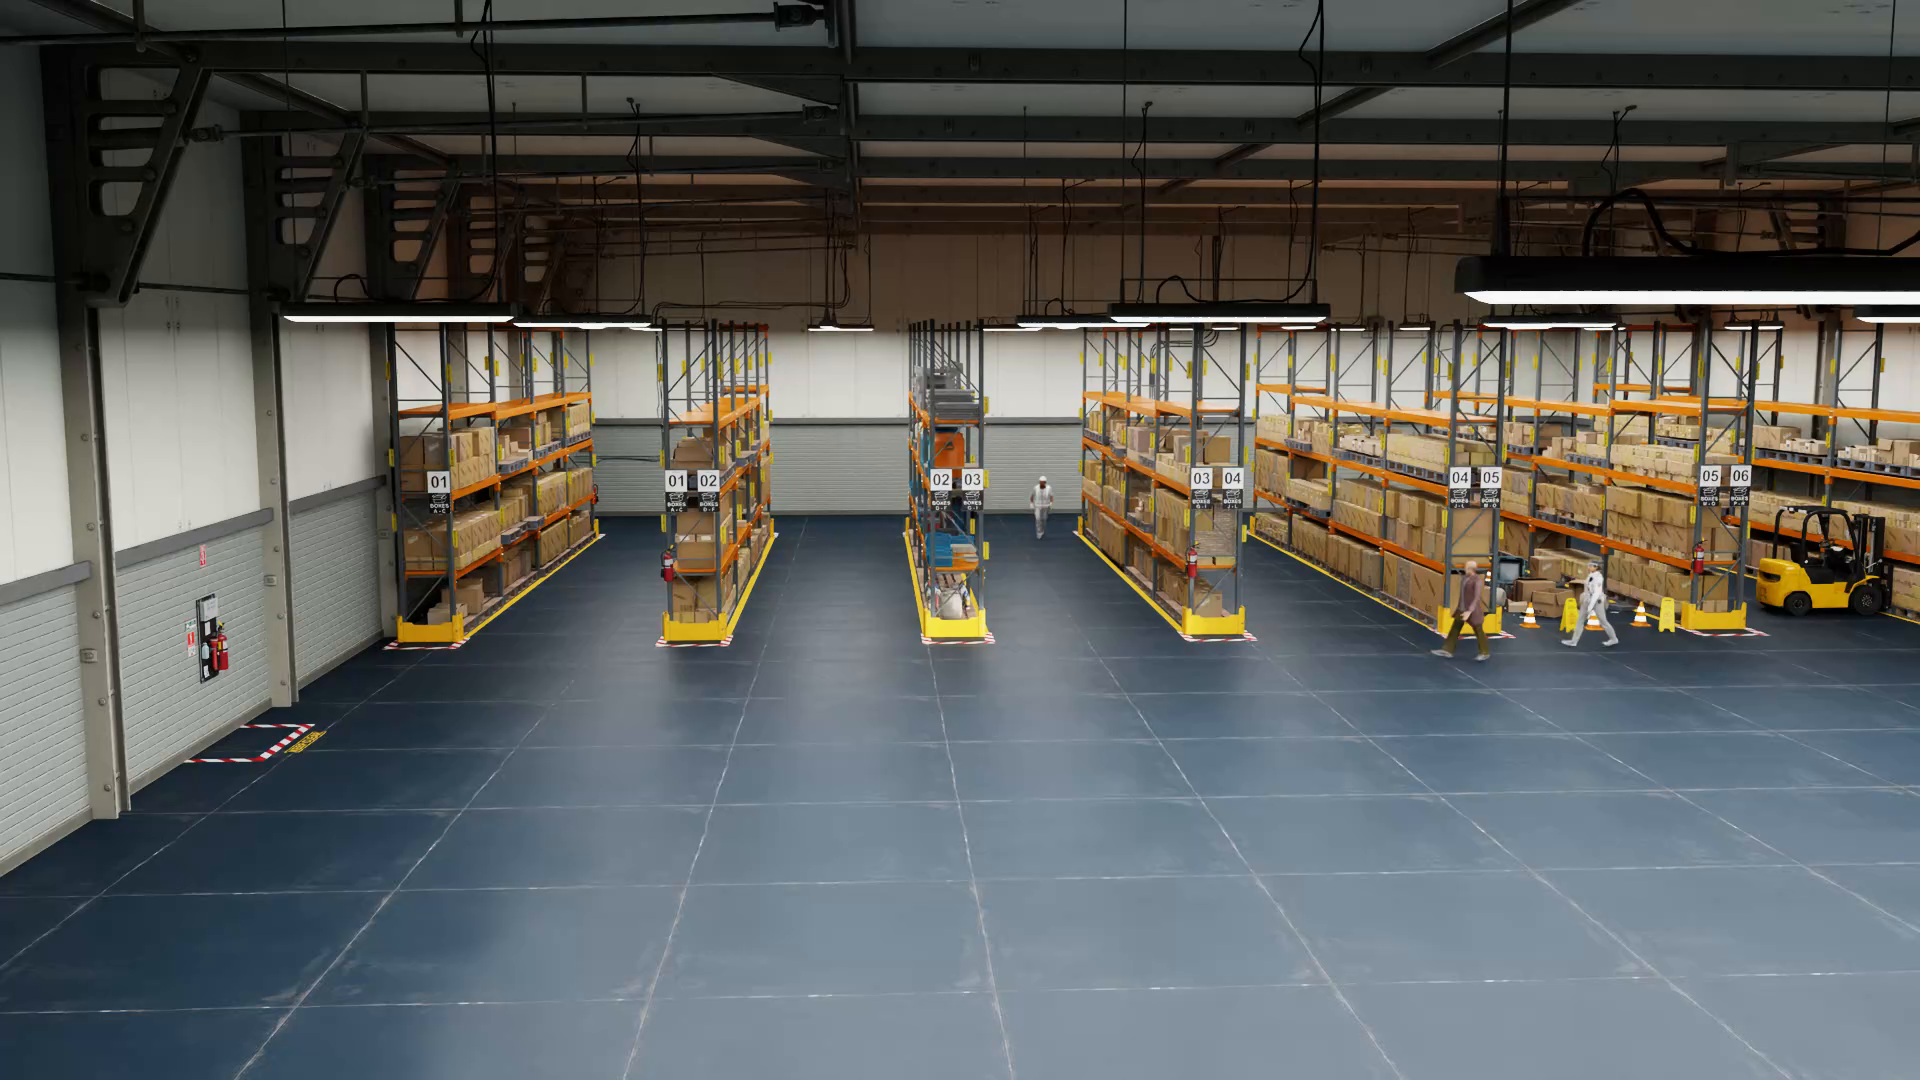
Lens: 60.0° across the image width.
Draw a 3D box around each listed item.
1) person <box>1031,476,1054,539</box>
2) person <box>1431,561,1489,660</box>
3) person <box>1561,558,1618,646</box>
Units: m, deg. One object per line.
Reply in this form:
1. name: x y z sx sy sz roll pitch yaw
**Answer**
1. person: 2.329 -0.916 47.068 0.630 1.803 0.878 0 7 -2
2. person: 8.884 1.233 29.291 0.847 1.749 0.727 -3 8 -25
3. person: 11.577 1.152 30.422 1.001 1.628 0.478 -2 7 -15
